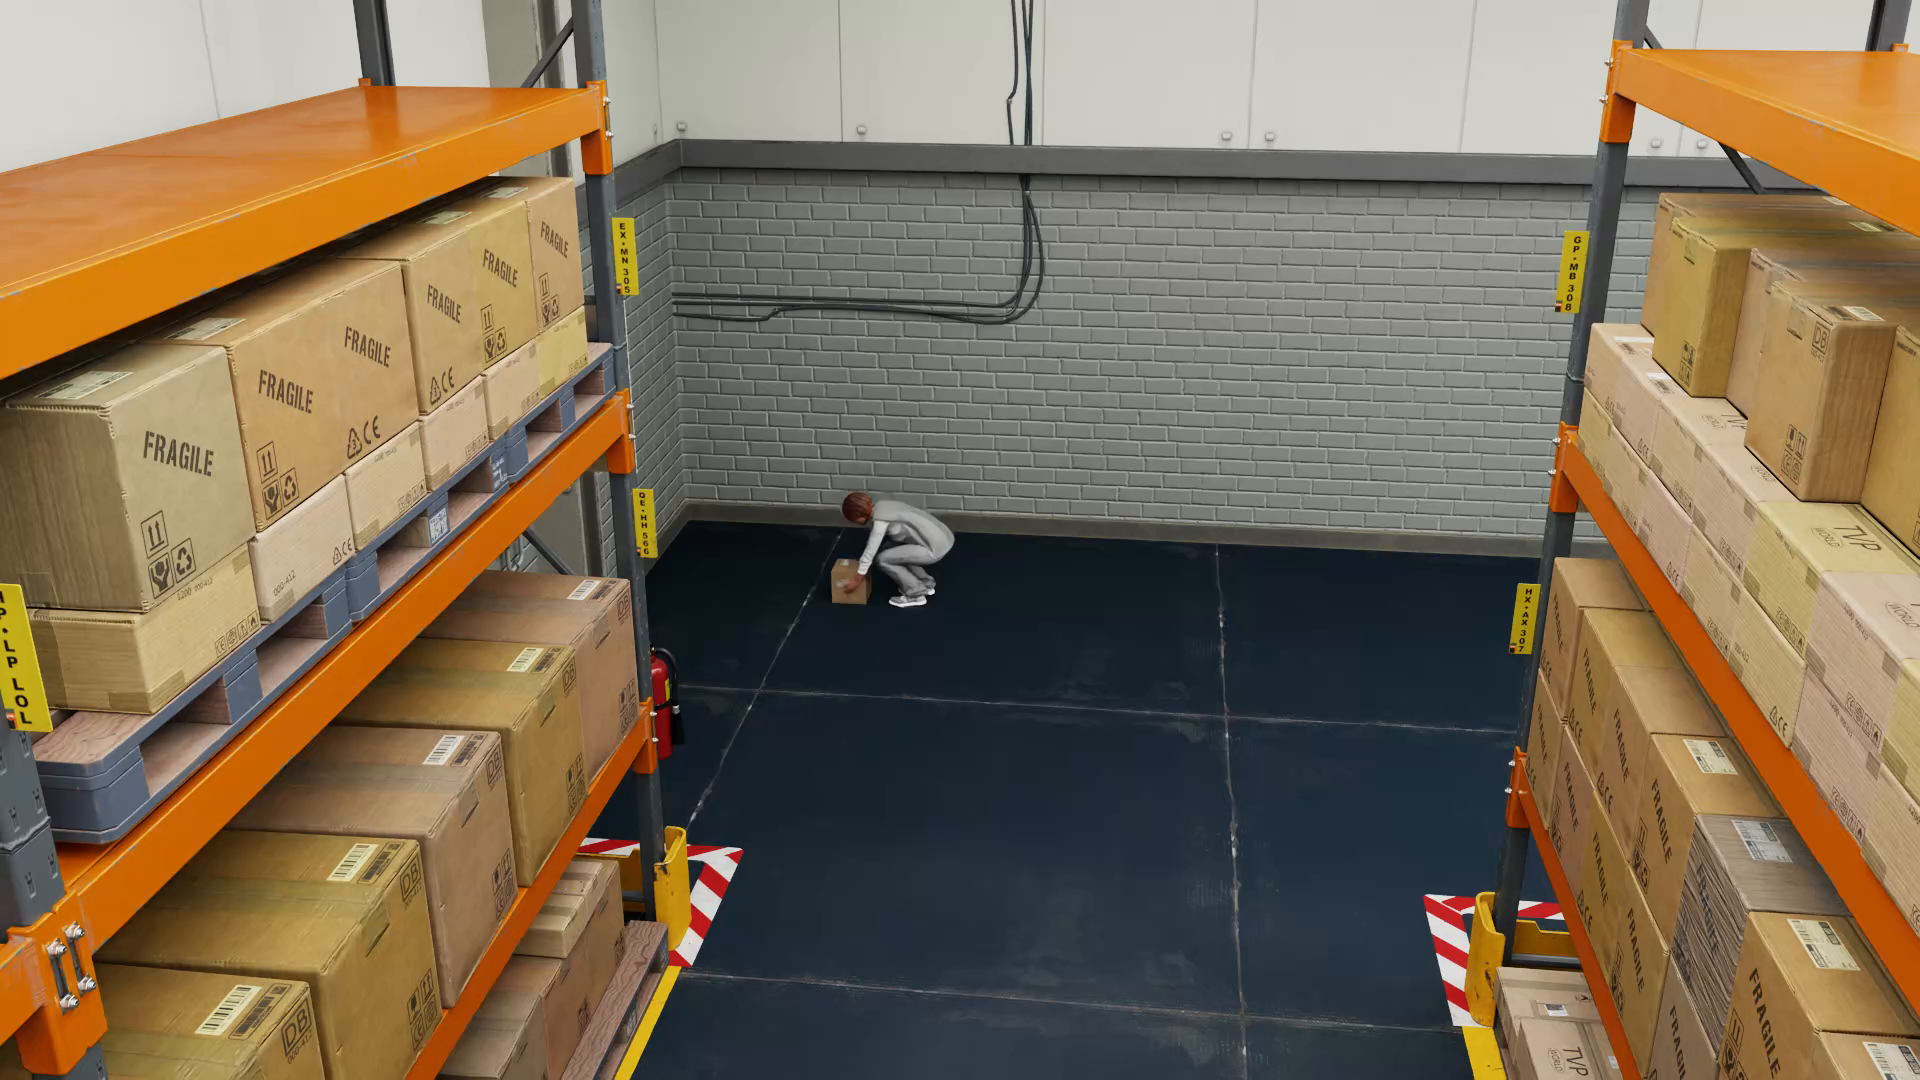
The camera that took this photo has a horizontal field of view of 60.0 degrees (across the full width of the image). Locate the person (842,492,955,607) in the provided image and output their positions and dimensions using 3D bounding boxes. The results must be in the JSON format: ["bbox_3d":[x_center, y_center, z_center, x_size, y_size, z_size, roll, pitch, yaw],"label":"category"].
[{"bbox_3d":[-0.441,0.053,12.009,0.803,0.835,0.443,2,22,6],"label":"person"}]
